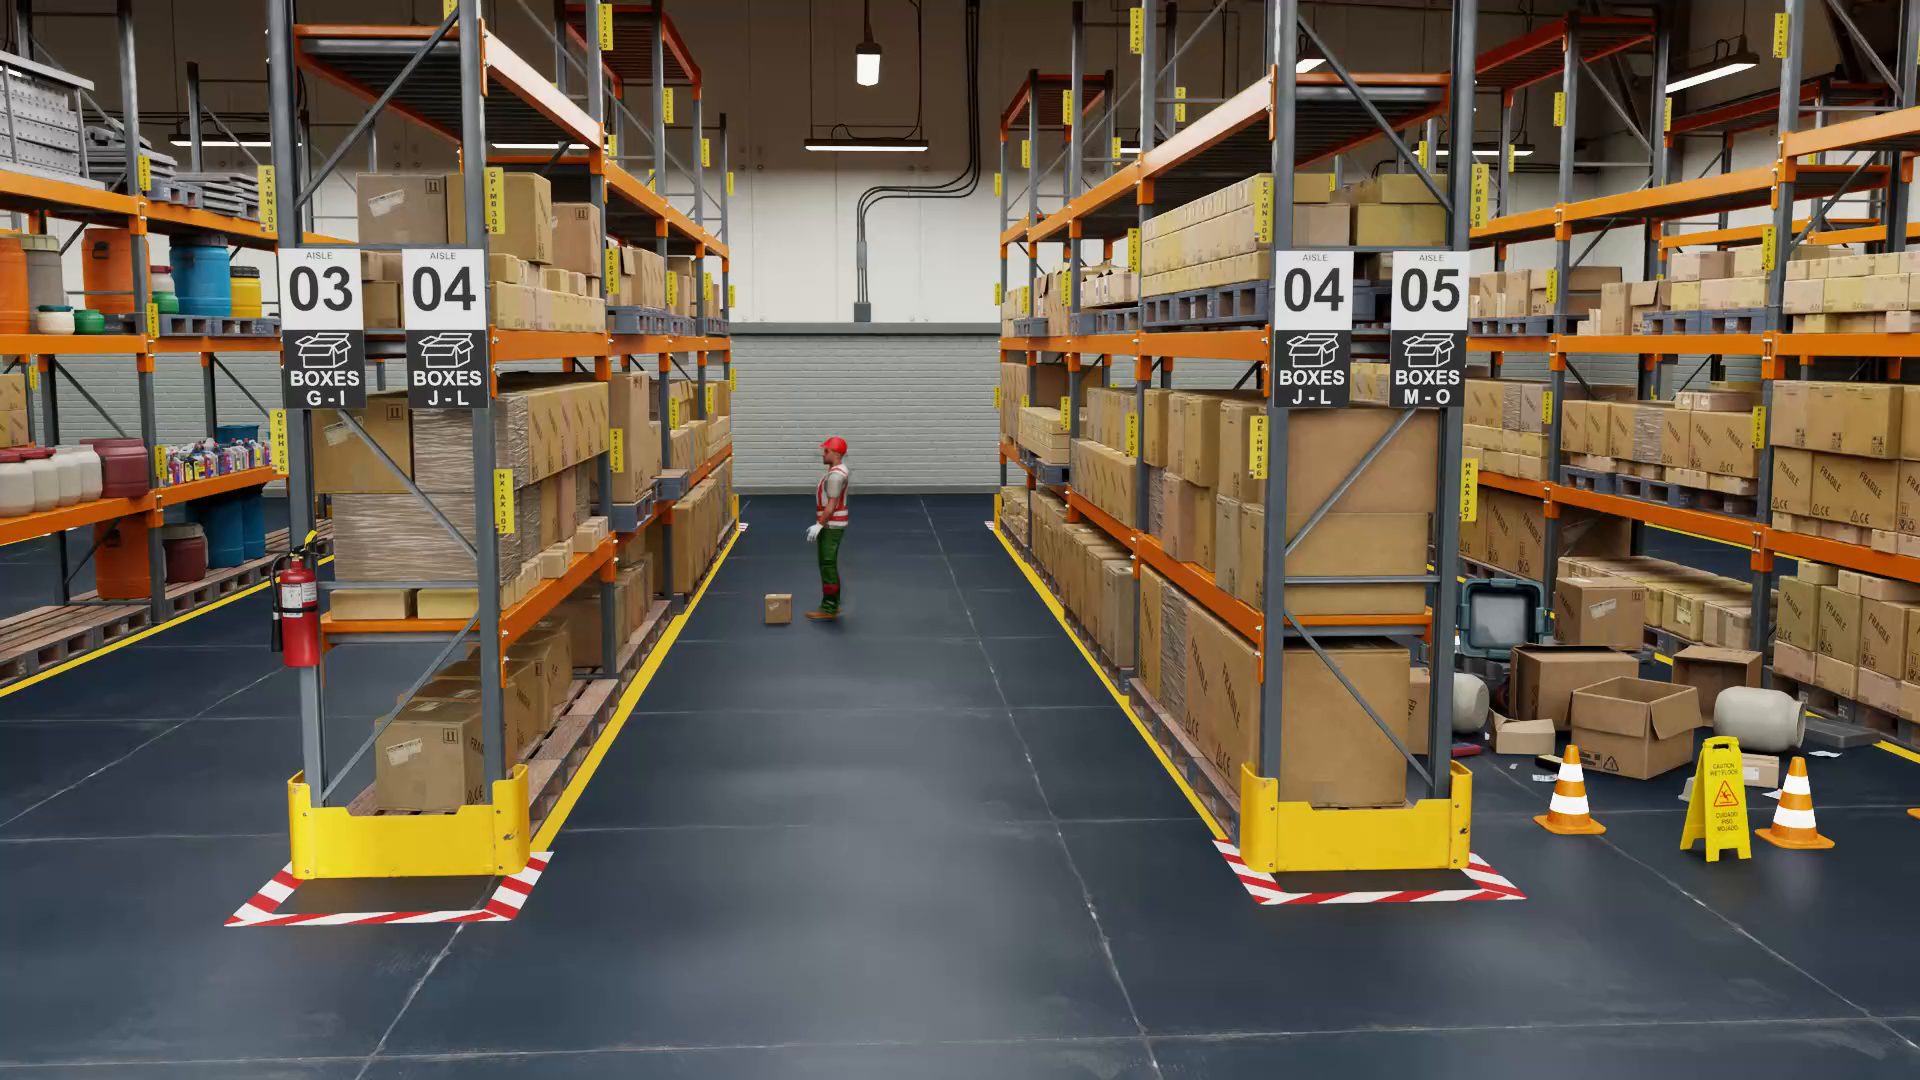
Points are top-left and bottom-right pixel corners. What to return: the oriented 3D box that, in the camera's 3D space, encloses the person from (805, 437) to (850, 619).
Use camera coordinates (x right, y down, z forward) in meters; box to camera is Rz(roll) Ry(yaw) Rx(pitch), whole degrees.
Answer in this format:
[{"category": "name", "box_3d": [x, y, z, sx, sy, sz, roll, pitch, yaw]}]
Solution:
[{"category": "person", "box_3d": [-1.310, -0.098, 16.396, 0.442, 1.843, 0.591, 0, 7, 1]}]
